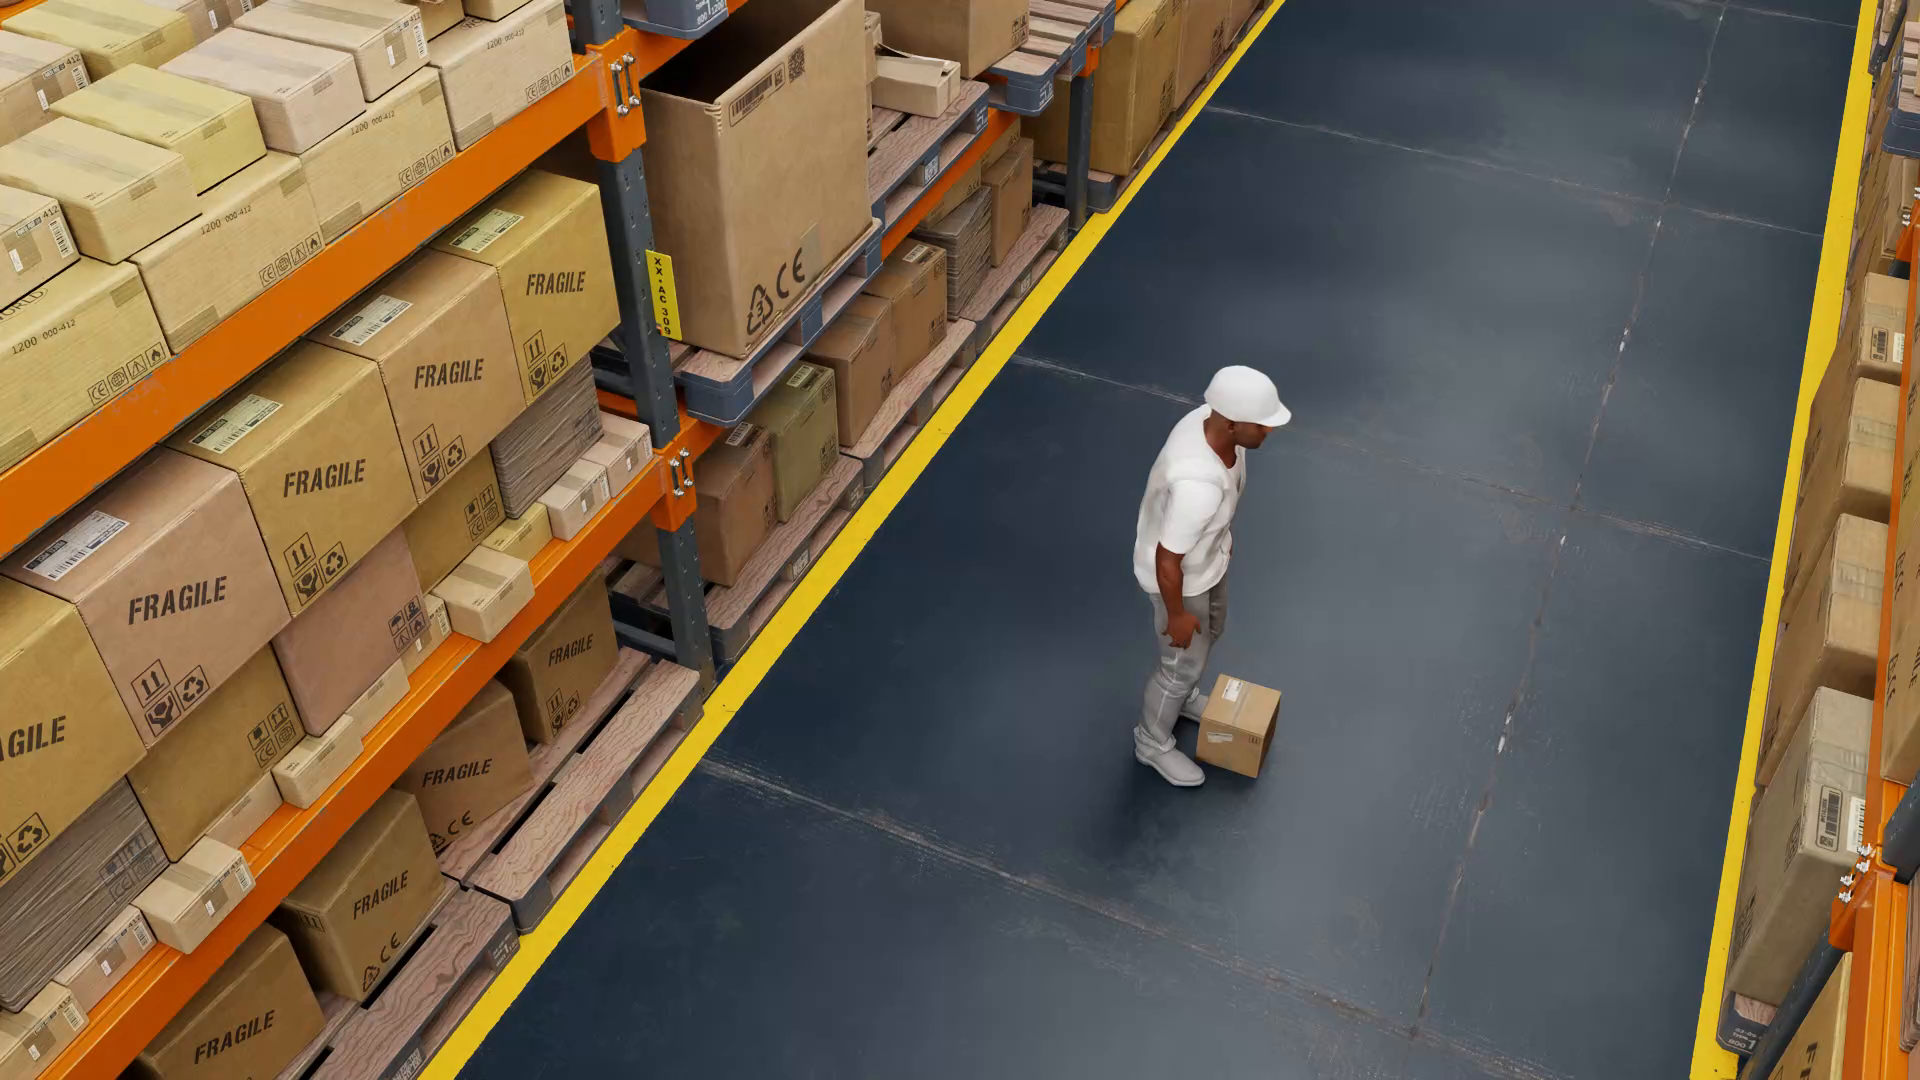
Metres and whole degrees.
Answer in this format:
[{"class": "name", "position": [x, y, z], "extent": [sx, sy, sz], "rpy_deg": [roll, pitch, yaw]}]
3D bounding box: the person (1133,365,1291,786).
[{"class": "person", "position": [0.868, 0.101, 6.034], "extent": [0.463, 1.759, 0.625], "rpy_deg": [15, 44, 17]}]
